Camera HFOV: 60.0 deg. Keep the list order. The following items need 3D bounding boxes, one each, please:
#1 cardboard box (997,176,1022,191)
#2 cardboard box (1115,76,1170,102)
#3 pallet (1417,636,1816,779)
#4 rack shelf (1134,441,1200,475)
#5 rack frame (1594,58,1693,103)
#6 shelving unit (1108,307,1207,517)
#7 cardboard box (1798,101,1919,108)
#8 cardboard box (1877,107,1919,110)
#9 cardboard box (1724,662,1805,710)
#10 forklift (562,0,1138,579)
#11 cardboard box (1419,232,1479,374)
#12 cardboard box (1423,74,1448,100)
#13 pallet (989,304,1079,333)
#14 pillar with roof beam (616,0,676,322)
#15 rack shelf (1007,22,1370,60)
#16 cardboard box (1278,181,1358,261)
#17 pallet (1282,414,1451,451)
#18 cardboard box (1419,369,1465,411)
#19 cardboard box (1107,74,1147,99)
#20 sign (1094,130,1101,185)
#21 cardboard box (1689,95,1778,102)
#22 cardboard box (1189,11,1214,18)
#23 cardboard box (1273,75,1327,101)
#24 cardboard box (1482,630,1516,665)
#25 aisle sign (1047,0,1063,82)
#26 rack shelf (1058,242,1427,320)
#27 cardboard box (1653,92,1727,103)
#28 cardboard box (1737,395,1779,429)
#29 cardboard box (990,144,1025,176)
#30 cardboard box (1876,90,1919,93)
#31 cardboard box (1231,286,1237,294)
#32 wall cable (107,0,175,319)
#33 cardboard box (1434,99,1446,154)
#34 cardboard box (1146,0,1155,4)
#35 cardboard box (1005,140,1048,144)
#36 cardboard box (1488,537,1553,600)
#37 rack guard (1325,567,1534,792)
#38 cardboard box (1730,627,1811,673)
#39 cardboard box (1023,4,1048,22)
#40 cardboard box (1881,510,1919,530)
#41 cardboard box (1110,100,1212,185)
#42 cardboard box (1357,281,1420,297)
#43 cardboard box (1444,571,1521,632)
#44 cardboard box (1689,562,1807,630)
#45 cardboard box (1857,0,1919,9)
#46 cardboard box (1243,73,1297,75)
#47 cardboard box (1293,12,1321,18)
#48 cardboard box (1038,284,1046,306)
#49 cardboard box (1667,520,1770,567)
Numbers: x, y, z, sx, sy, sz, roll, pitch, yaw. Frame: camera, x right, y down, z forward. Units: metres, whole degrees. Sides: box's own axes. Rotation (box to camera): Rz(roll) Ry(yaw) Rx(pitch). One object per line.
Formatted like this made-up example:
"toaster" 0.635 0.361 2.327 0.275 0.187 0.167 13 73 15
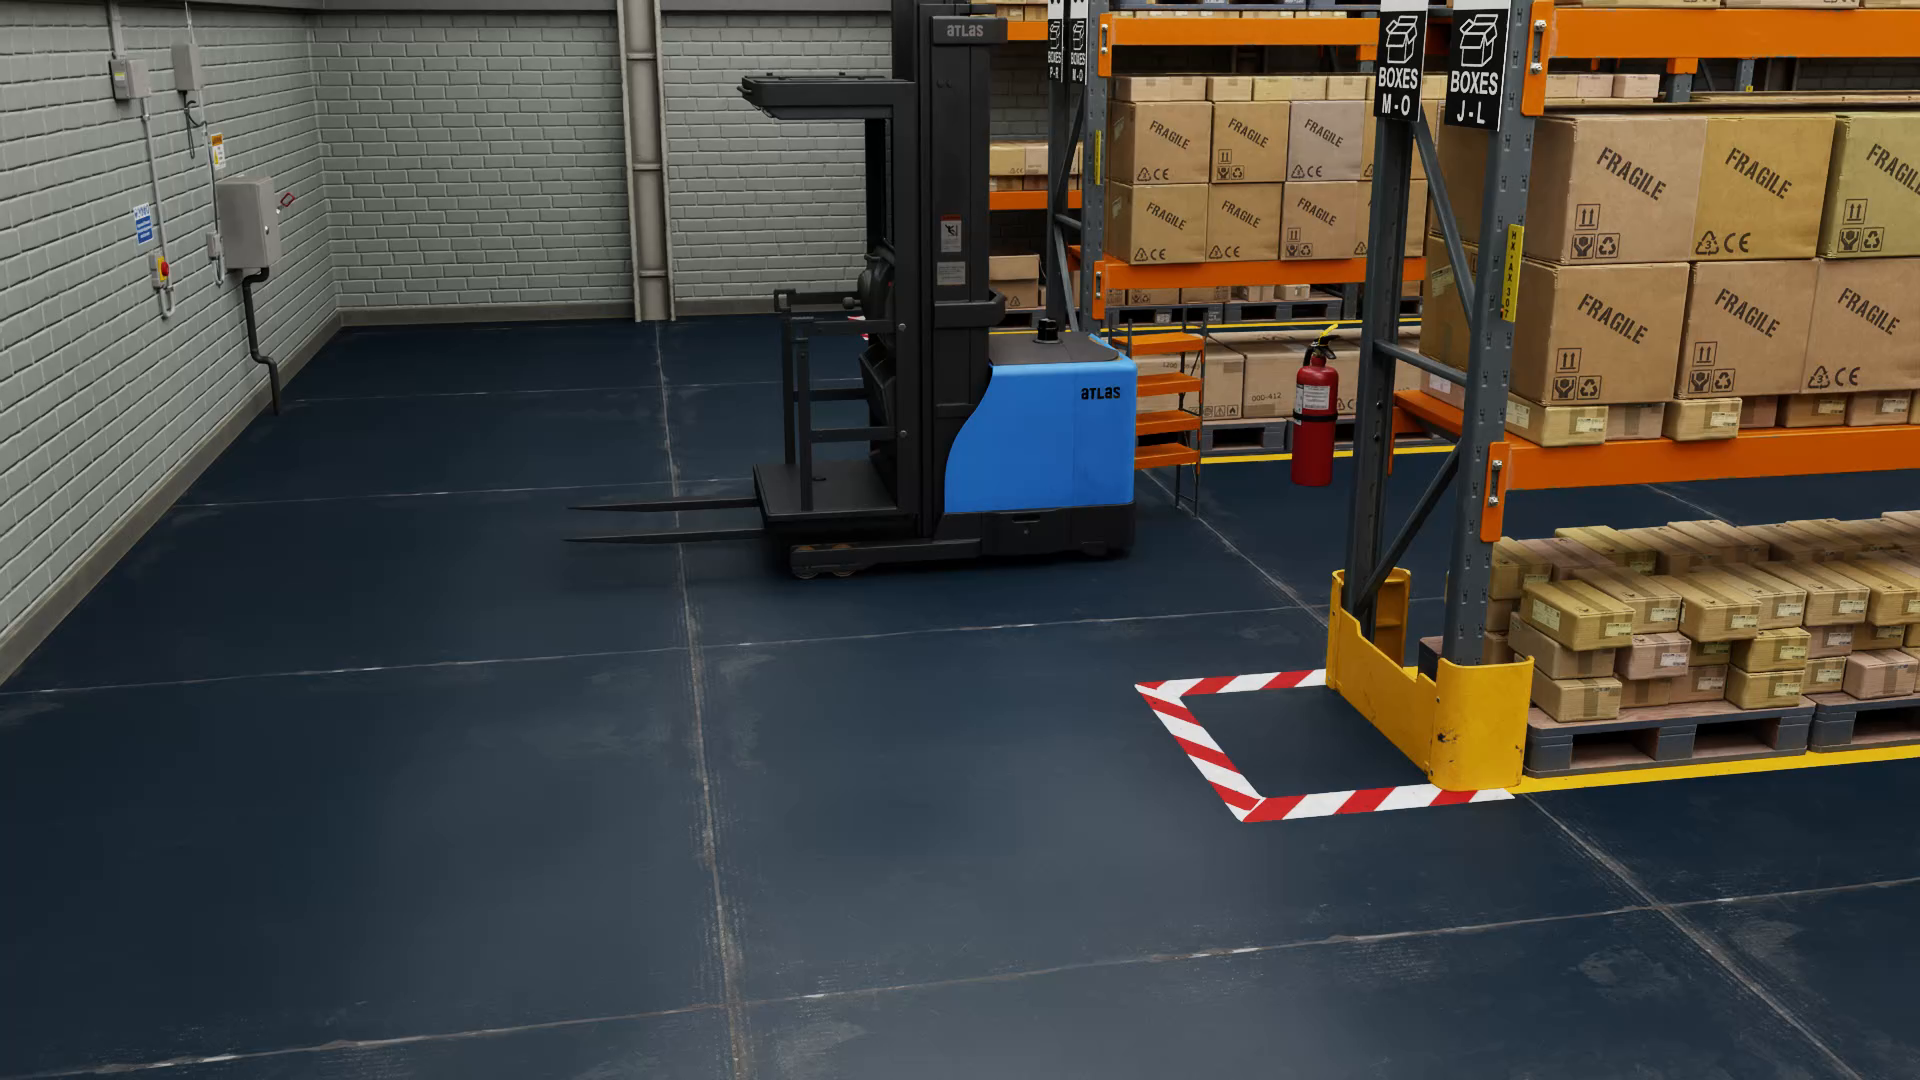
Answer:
"cardboard box" 0.423 -3.358 15.564 0.250 0.149 0.380 -3 17 -9
"cardboard box" 1.154 -2.856 10.525 0.250 0.149 0.380 -3 17 -9
"pallet" 2.670 0.634 6.887 1.213 0.211 1.003 -3 17 -10
"rack shelf" 1.120 -0.455 9.655 0.480 0.148 0.258 -8 19 -23
"rack frame" 4.680 -2.303 11.702 0.127 3.000 1.000 -3 17 -10
"shelving unit" 1.120 -0.709 9.577 0.503 1.200 0.258 -8 19 -23
"cardboard box" 3.718 -1.515 6.754 0.500 0.500 0.500 -4 17 -12
"cardboard box" 3.791 -1.358 6.243 0.500 0.500 0.500 -4 17 -12
"cardboard box" 3.122 0.529 6.620 0.250 0.149 0.380 -3 17 -10
"forklift" -0.619 -1.367 8.772 3.031 2.935 1.130 -3 17 -10
"cardboard box" 2.184 -0.948 6.614 0.500 0.500 0.500 -3 17 -9
"cardboard box" 3.171 -2.977 10.919 0.250 0.149 0.380 -4 17 -12
"pallet" 0.665 -2.227 16.204 1.213 0.211 1.003 -3 17 -10
"pillar with roof beam" -2.194 -5.248 11.071 0.400 9.000 9.100 -3 17 -10
"rack shelf" 1.771 -4.713 15.663 4.000 0.370 1.077 -3 17 -10
"cardboard box" 2.273 -2.132 10.973 0.500 0.500 0.500 -3 17 -11
"pallet" 2.719 -0.882 11.823 1.213 0.211 1.003 -3 17 -10
"cardboard box" 2.058 -0.639 6.711 0.250 0.149 0.380 -3 17 -10
"cardboard box" 1.067 -2.994 10.973 0.250 0.149 0.380 -3 17 -10
"sign" 0.852 -2.372 10.316 0.005 0.325 0.100 -3 17 -10
"cardboard box" 5.167 -2.771 11.351 0.500 0.500 0.500 -3 17 -10
"cardboard box" 2.175 -4.883 15.420 0.250 0.149 0.380 -3 17 -10
"cardboard box" 2.178 -2.923 10.740 0.250 0.149 0.380 -3 17 -10
"cardboard box" 2.269 0.413 6.997 0.250 0.149 0.380 -3 17 -10
"aisle sign" 0.624 -3.409 10.873 0.004 0.787 0.394 -3 17 -10
"rack shelf" 2.717 -1.848 11.445 4.000 0.370 1.077 -3 17 -10
"cardboard box" 5.071 -2.926 11.858 0.500 0.500 0.500 -3 17 -9
"cardboard box" 2.916 -0.542 6.397 0.250 0.149 0.380 -2 17 -8
"cardboard box" 0.304 -3.529 15.443 0.500 0.250 0.500 -3 17 -10
"cardboard box" 7.081 -3.040 12.228 0.500 0.500 0.500 -3 17 -9
"cardboard box" 2.616 -2.579 16.741 0.250 0.149 0.380 -3 17 -11
"wall cable" -4.779 -2.260 9.779 0.123 1.953 0.585 -3 17 -10
"cardboard box" 3.272 -2.666 11.011 0.500 0.500 0.500 -3 17 -10
"cardboard box" 1.799 -5.056 15.305 0.500 0.250 0.500 -4 17 -11
"cardboard box" 0.715 -3.712 16.038 0.500 0.250 0.500 -3 17 -10
"cardboard box" 2.263 0.116 6.953 0.250 0.149 0.380 -3 17 -10
"rack guard" 1.866 0.531 6.730 0.348 0.500 1.175 -3 17 -10
"cardboard box" 3.130 0.384 6.585 0.250 0.149 0.380 -3 17 -9
"cardboard box" 0.672 -4.807 15.174 0.250 0.149 0.380 -3 17 -10
"cardboard box" 4.303 -0.007 7.352 0.250 0.149 0.380 -3 17 -9
"cardboard box" 1.278 -2.551 10.635 0.500 0.500 0.500 -4 17 -12
"cardboard box" 4.253 -2.702 16.542 0.500 0.500 0.500 -2 17 -8
"cardboard box" 2.255 0.249 7.026 0.250 0.149 0.380 -4 17 -12
"cardboard box" 3.117 0.222 6.606 0.250 0.149 0.380 -4 18 -13
"cardboard box" 3.302 -2.033 5.969 0.500 0.250 0.500 -4 17 -12
"cardboard box" 2.075 -3.050 11.156 0.250 0.149 0.380 -3 17 -11
"cardboard box" 3.197 -4.930 15.573 0.250 0.149 0.380 -3 17 -11
"cardboard box" 0.851 -2.368 16.054 0.250 0.149 0.380 -4 18 -13
"cardboard box" 3.270 0.040 7.199 0.250 0.149 0.380 -3 17 -8
